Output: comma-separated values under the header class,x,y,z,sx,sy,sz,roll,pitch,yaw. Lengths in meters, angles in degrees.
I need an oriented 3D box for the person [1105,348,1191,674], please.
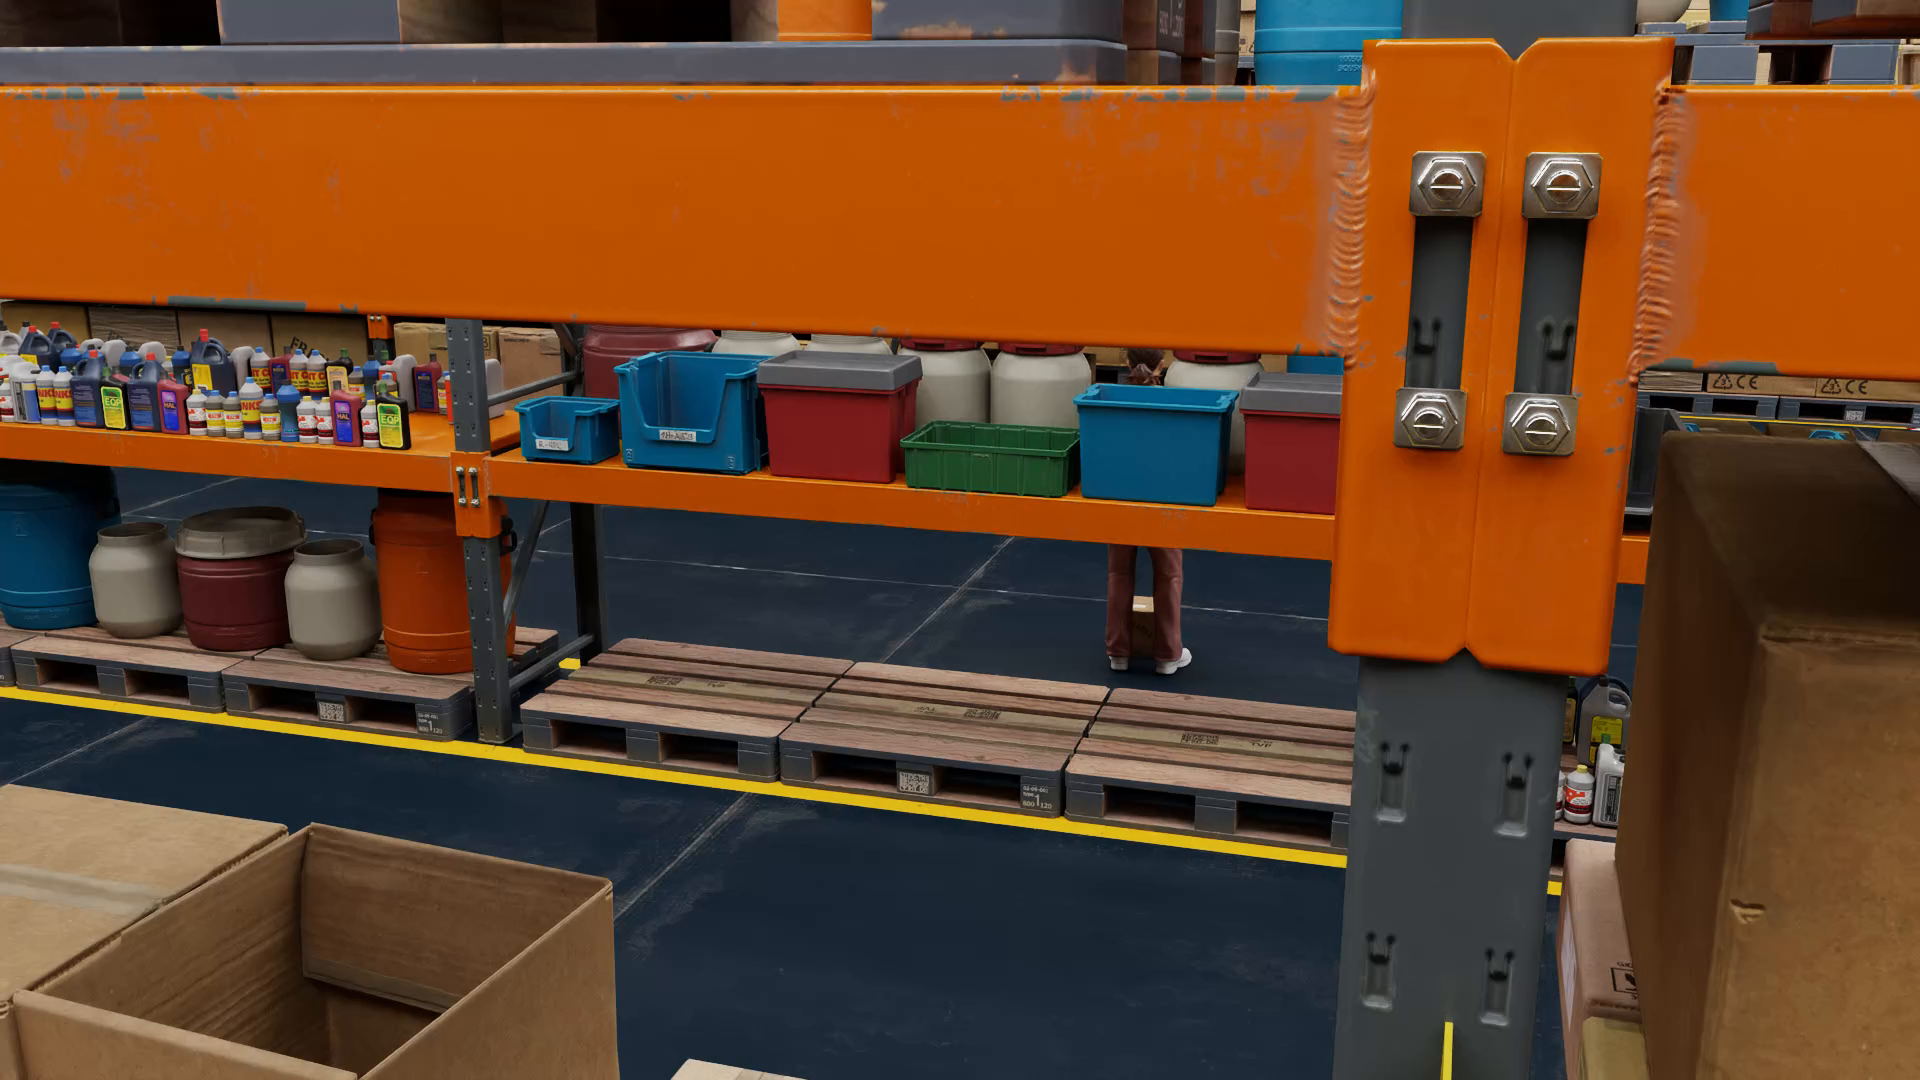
class,x,y,z,sx,sy,sz,roll,pitch,yaw
person,0.900,-0.175,8.169,0.499,1.673,0.354,4,16,16
